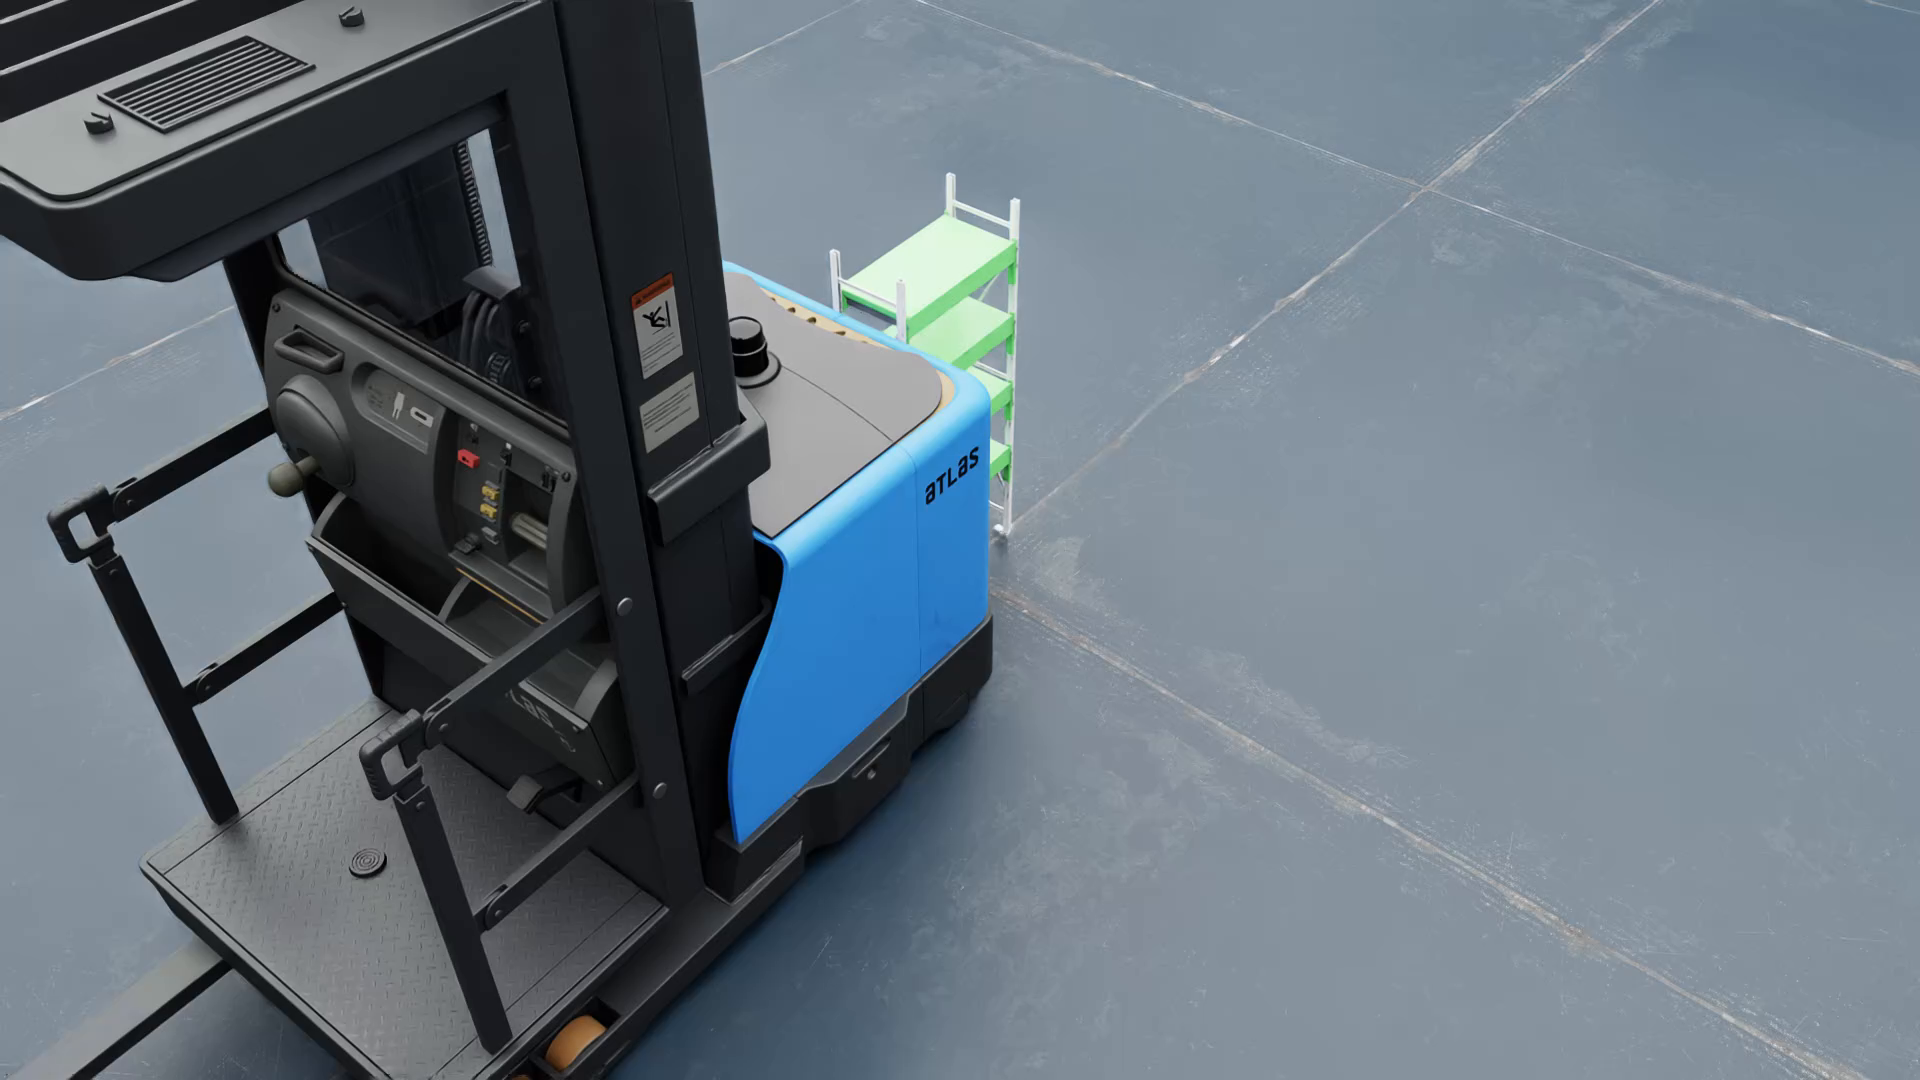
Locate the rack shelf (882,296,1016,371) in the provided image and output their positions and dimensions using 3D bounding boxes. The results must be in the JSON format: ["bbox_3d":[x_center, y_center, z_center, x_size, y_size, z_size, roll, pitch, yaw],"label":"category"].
[{"bbox_3d":[-0.087,-0.514,4.662,0.258,0.148,0.480,27,49,27],"label":"rack shelf"}]

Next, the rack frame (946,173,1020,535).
[{"bbox_3d":[0.062,-0.514,4.923,0.240,1.200,0.015,27,49,27],"label":"rack frame"}]

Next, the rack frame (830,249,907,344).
[{"bbox_3d":[-0.236,-0.254,4.637,0.240,1.200,0.015,27,49,27],"label":"rack frame"}]

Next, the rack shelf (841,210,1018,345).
[{"bbox_3d":[-0.087,-0.692,4.500,0.258,0.148,0.480,27,49,27],"label":"rack shelf"}]

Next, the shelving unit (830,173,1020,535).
[{"bbox_3d":[-0.087,-0.384,4.780,0.258,1.200,0.503,27,49,27],"label":"shelving unit"}]

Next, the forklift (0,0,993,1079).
[{"bbox_3d":[-1.211,-0.094,3.175,1.130,2.935,3.031,28,49,27],"label":"forklift"}]

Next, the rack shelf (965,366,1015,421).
[{"bbox_3d":[-0.087,-0.336,4.823,0.258,0.148,0.480,27,49,27],"label":"rack shelf"}]

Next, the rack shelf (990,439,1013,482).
[{"bbox_3d":[-0.087,-0.159,4.985,0.258,0.148,0.480,27,49,27],"label":"rack shelf"}]
